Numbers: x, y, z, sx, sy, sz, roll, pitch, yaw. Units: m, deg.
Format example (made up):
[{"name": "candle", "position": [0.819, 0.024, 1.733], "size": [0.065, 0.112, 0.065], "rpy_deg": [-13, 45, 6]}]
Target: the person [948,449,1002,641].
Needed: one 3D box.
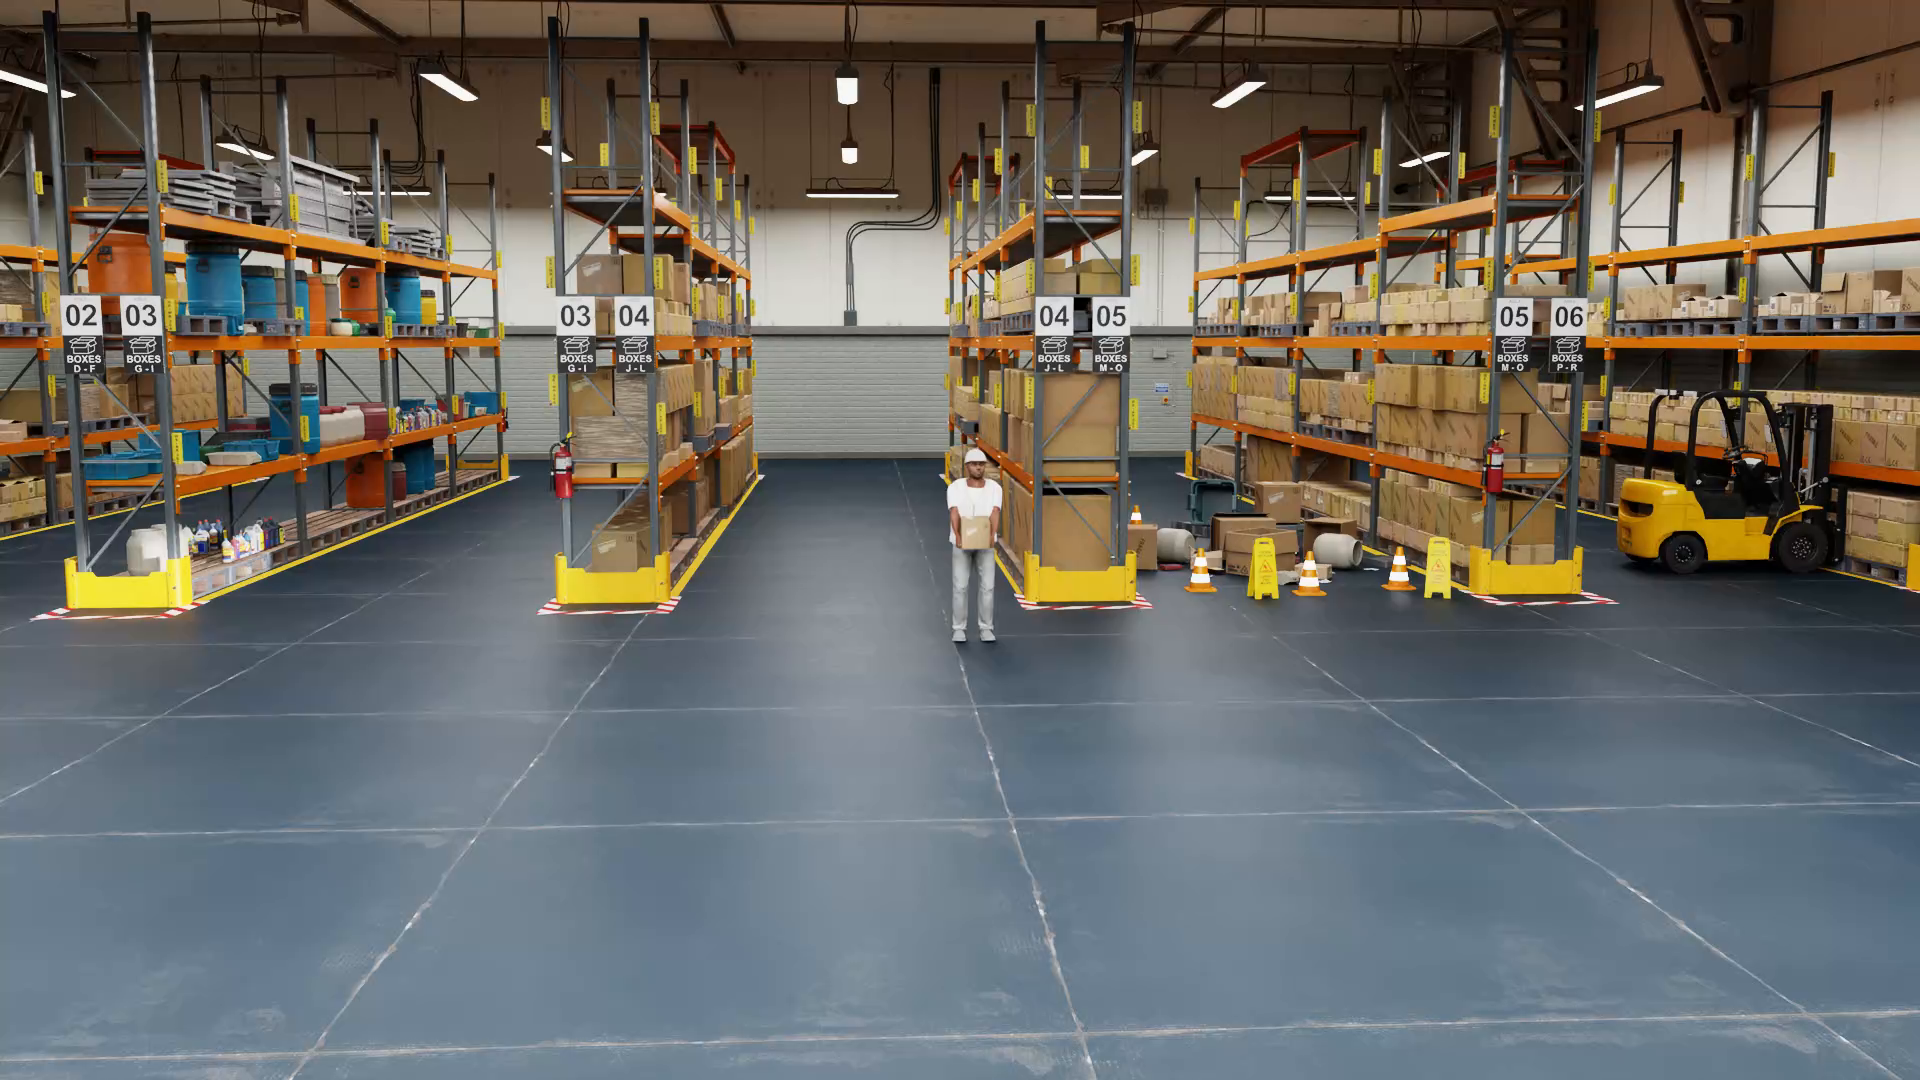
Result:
[{"name": "person", "position": [0.143, 0.058, 15.180], "size": [0.504, 1.759, 0.581], "rpy_deg": [0, 7, -3]}]
